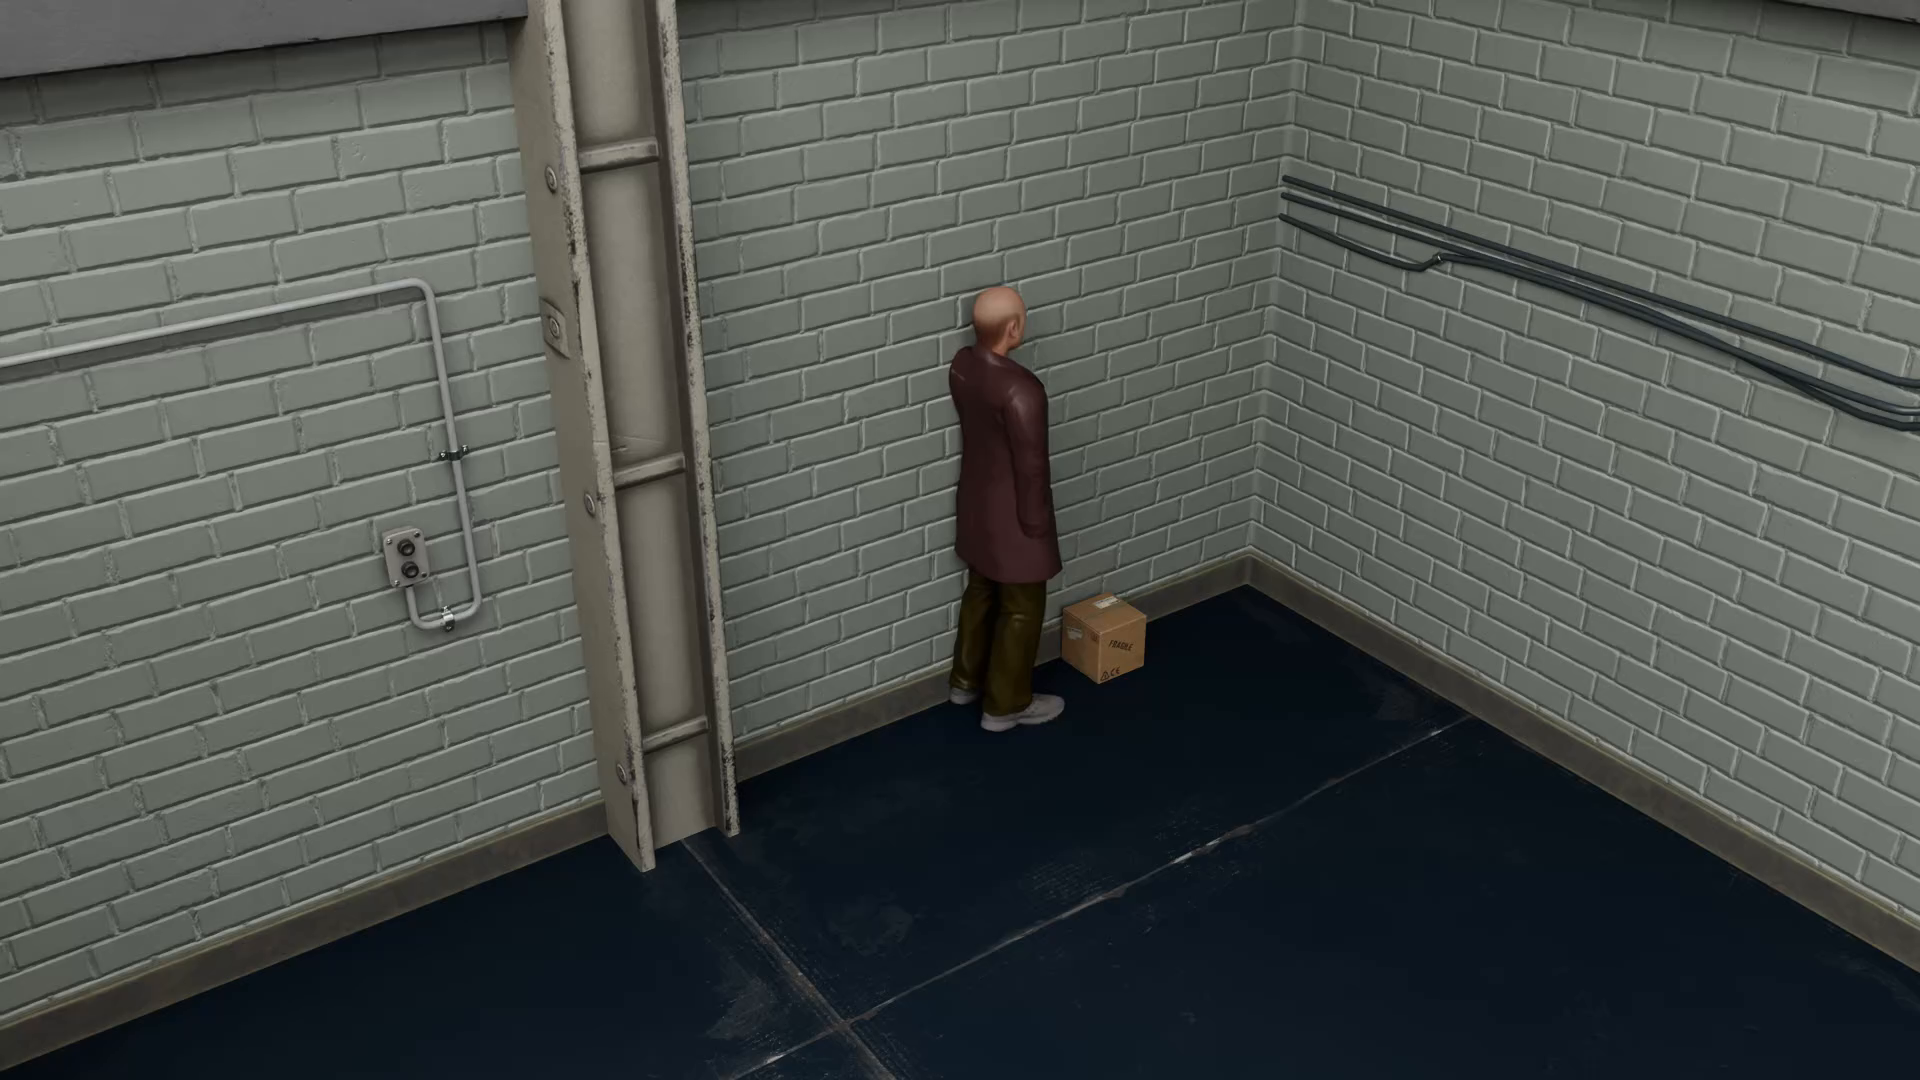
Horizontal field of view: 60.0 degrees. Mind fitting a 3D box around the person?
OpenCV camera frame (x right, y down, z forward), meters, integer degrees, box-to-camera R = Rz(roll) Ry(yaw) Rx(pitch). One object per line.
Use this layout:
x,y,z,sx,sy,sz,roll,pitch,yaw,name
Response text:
0.163,-0.124,6.382,0.380,1.781,0.562,-18,33,-30,person
